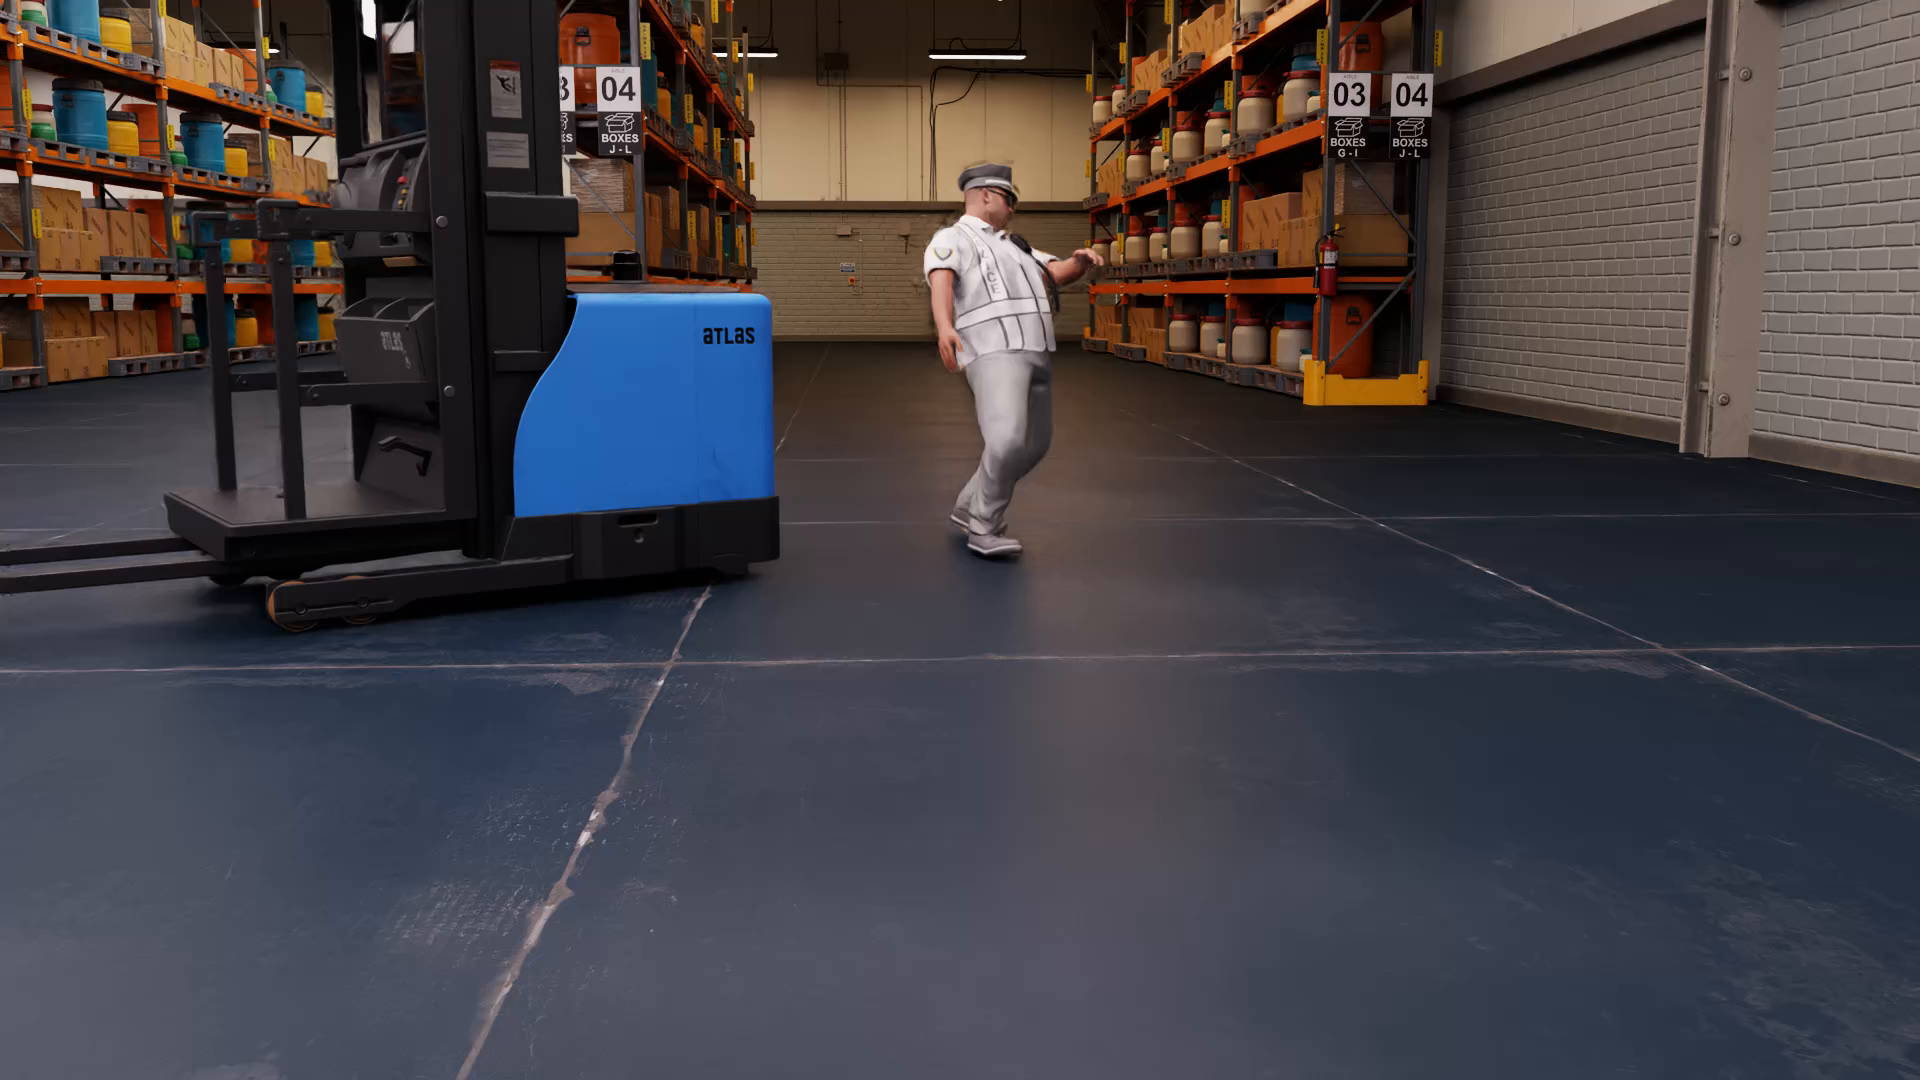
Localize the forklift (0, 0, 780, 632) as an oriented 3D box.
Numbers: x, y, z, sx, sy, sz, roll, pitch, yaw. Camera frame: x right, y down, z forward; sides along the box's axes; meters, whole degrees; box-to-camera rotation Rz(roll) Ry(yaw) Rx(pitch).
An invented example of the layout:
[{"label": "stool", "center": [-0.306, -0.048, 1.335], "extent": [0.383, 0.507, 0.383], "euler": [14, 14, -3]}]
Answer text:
[{"label": "forklift", "center": [-2.189, -1.242, 5.697], "extent": [3.031, 2.935, 1.130], "euler": [-6, 10, -35]}]

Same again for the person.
[{"label": "person", "center": [0.176, -0.755, 6.869], "extent": [0.863, 1.598, 0.854], "euler": [5, 10, 29]}]
